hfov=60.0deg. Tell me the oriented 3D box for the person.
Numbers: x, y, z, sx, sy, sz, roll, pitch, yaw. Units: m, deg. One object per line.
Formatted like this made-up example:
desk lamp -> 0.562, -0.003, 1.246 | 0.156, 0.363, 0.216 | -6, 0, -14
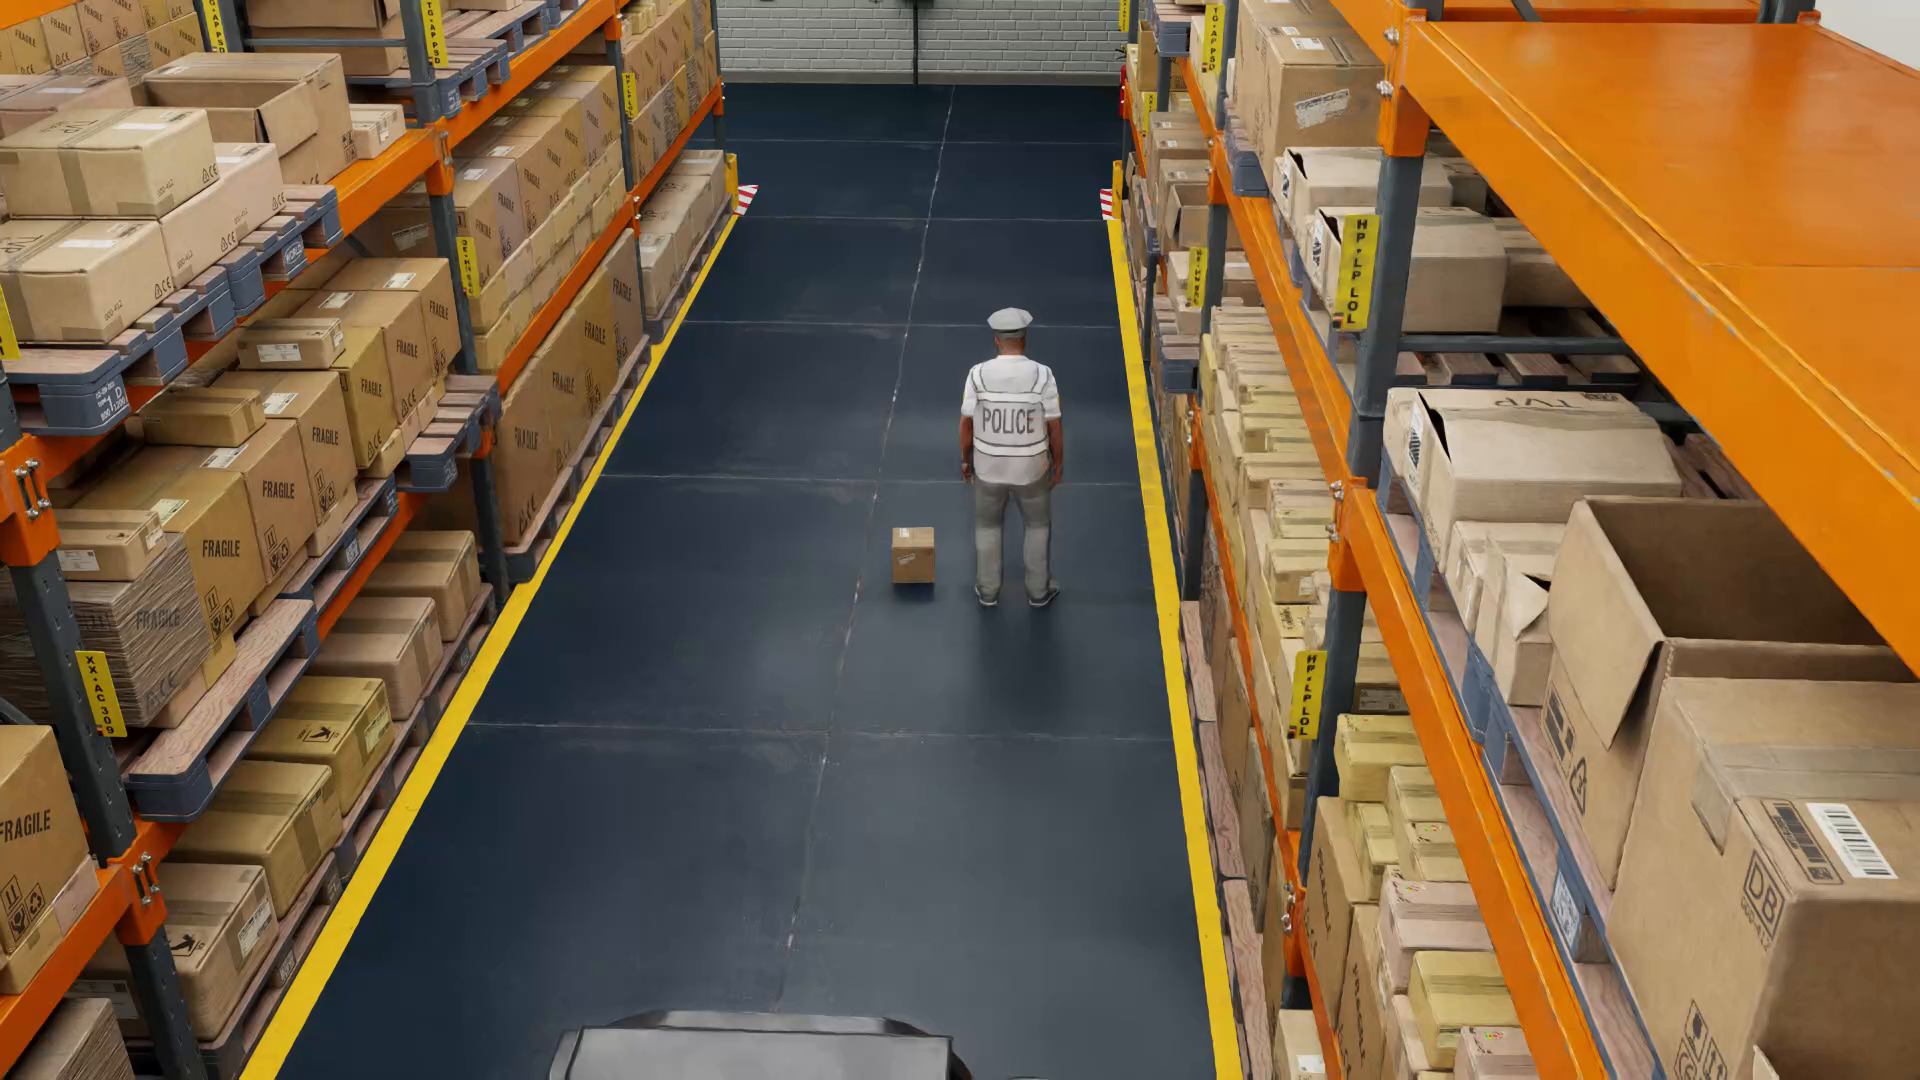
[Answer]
person -> 0.331, -0.441, 9.449 | 0.500, 1.749, 0.340 | 3, 28, 6
